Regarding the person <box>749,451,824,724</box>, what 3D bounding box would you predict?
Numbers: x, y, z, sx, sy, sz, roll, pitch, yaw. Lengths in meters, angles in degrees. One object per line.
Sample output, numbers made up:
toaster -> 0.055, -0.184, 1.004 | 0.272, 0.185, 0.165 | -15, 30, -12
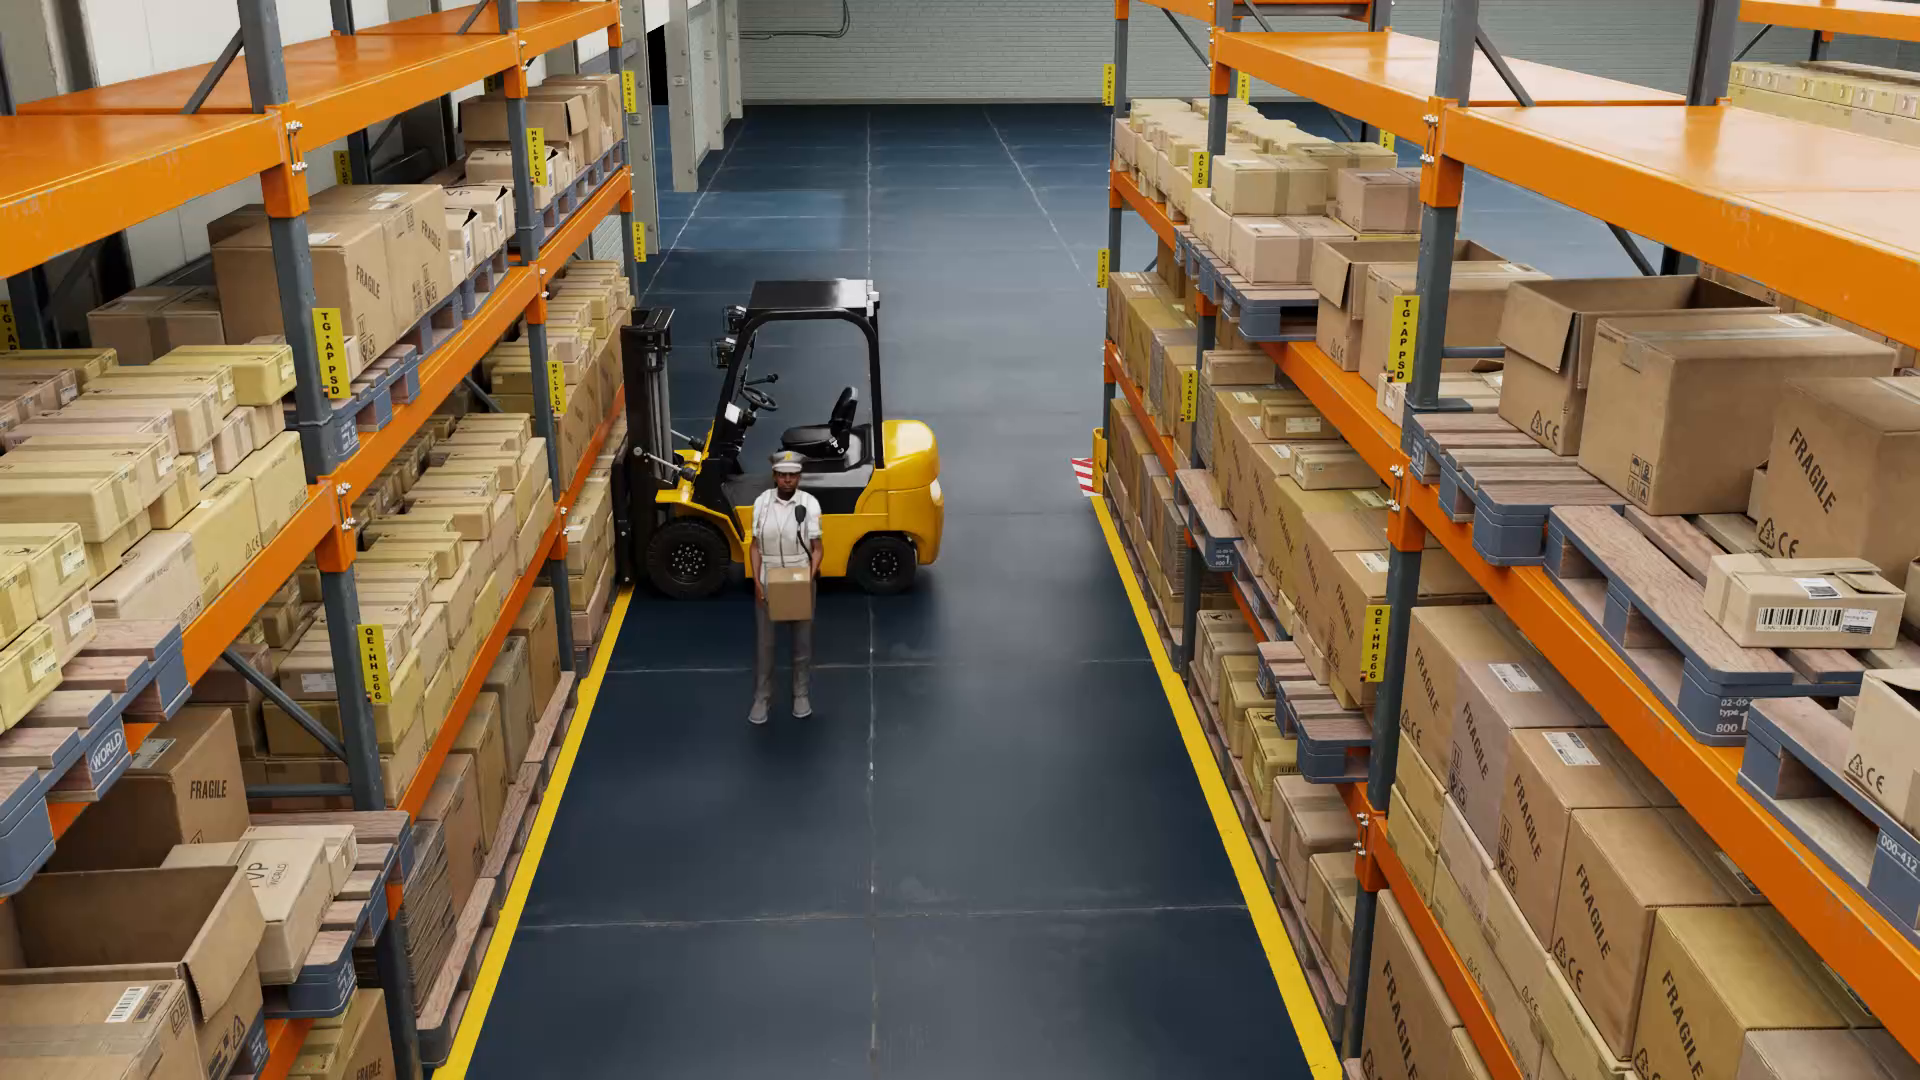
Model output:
person -> -1.079, 0.278, 10.273 | 0.491, 1.703, 0.500 | 0, 21, 0
